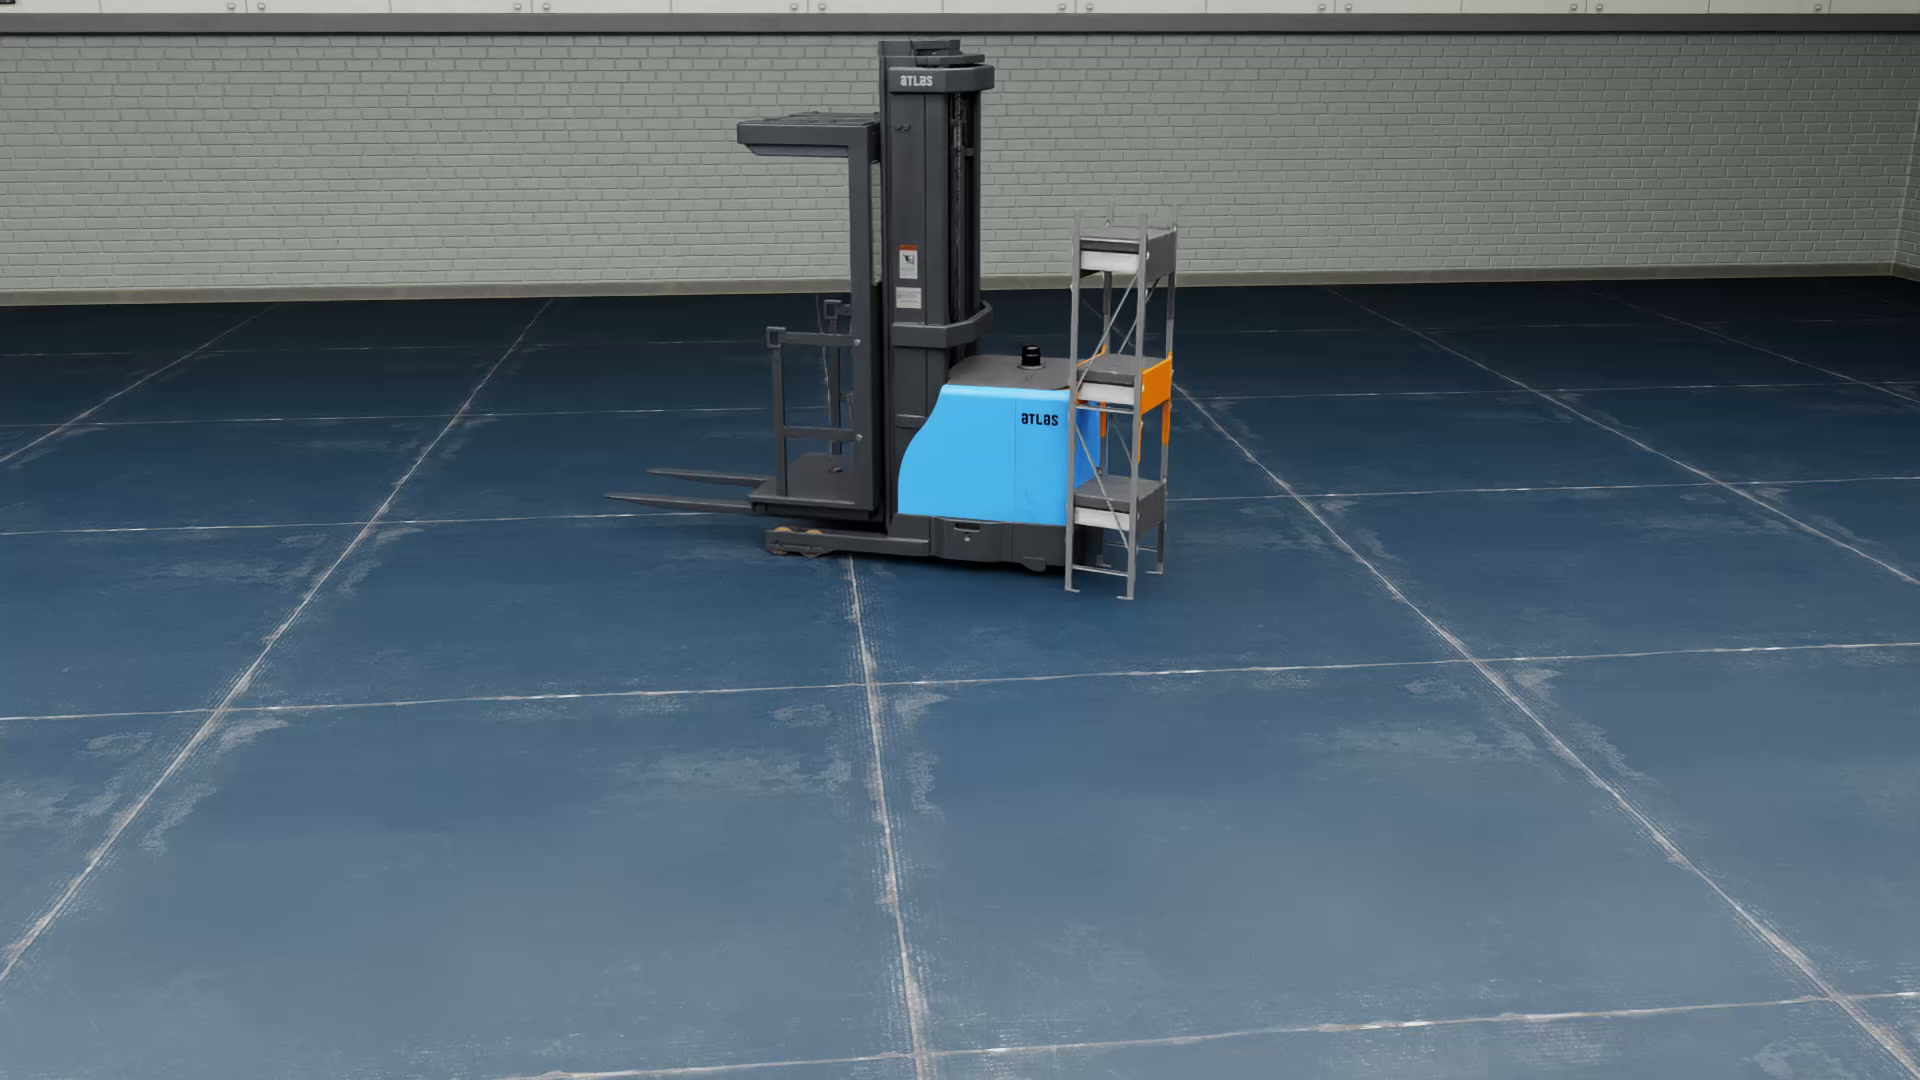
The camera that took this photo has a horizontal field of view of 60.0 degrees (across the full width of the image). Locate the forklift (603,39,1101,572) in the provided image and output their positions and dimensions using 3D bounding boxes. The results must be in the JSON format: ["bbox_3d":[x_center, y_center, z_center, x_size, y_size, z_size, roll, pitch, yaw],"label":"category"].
[{"bbox_3d":[-0.665,-1.439,9.869,3.031,2.935,1.130,5,18,14],"label":"forklift"}]

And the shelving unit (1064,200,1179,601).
[{"bbox_3d":[0.878,-0.761,9.092,0.431,2.100,0.503,8,19,24],"label":"shelving unit"}]

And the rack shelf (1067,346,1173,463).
[{"bbox_3d":[0.878,-0.748,9.096,0.431,0.518,0.480,8,19,24],"label":"rack shelf"}]

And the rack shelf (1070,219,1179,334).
[{"bbox_3d":[0.880,-1.415,8.885,0.431,0.518,0.480,8,19,24],"label":"rack shelf"}]

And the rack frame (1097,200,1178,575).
[{"bbox_3d":[0.984,-0.827,9.302,0.400,2.100,0.015,8,19,24],"label":"rack frame"}]

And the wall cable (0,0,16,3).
[{"bbox_3d":[-9.132,-8.546,16.697,2.305,6.003,0.169,-2,18,-6],"label":"wall cable"}]

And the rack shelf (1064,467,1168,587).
[{"bbox_3d":[0.875,-0.080,9.307,0.431,0.518,0.480,8,19,24],"label":"rack shelf"}]

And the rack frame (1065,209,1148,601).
[{"bbox_3d":[0.772,-0.695,8.882,0.400,2.100,0.015,8,19,24],"label":"rack frame"}]
